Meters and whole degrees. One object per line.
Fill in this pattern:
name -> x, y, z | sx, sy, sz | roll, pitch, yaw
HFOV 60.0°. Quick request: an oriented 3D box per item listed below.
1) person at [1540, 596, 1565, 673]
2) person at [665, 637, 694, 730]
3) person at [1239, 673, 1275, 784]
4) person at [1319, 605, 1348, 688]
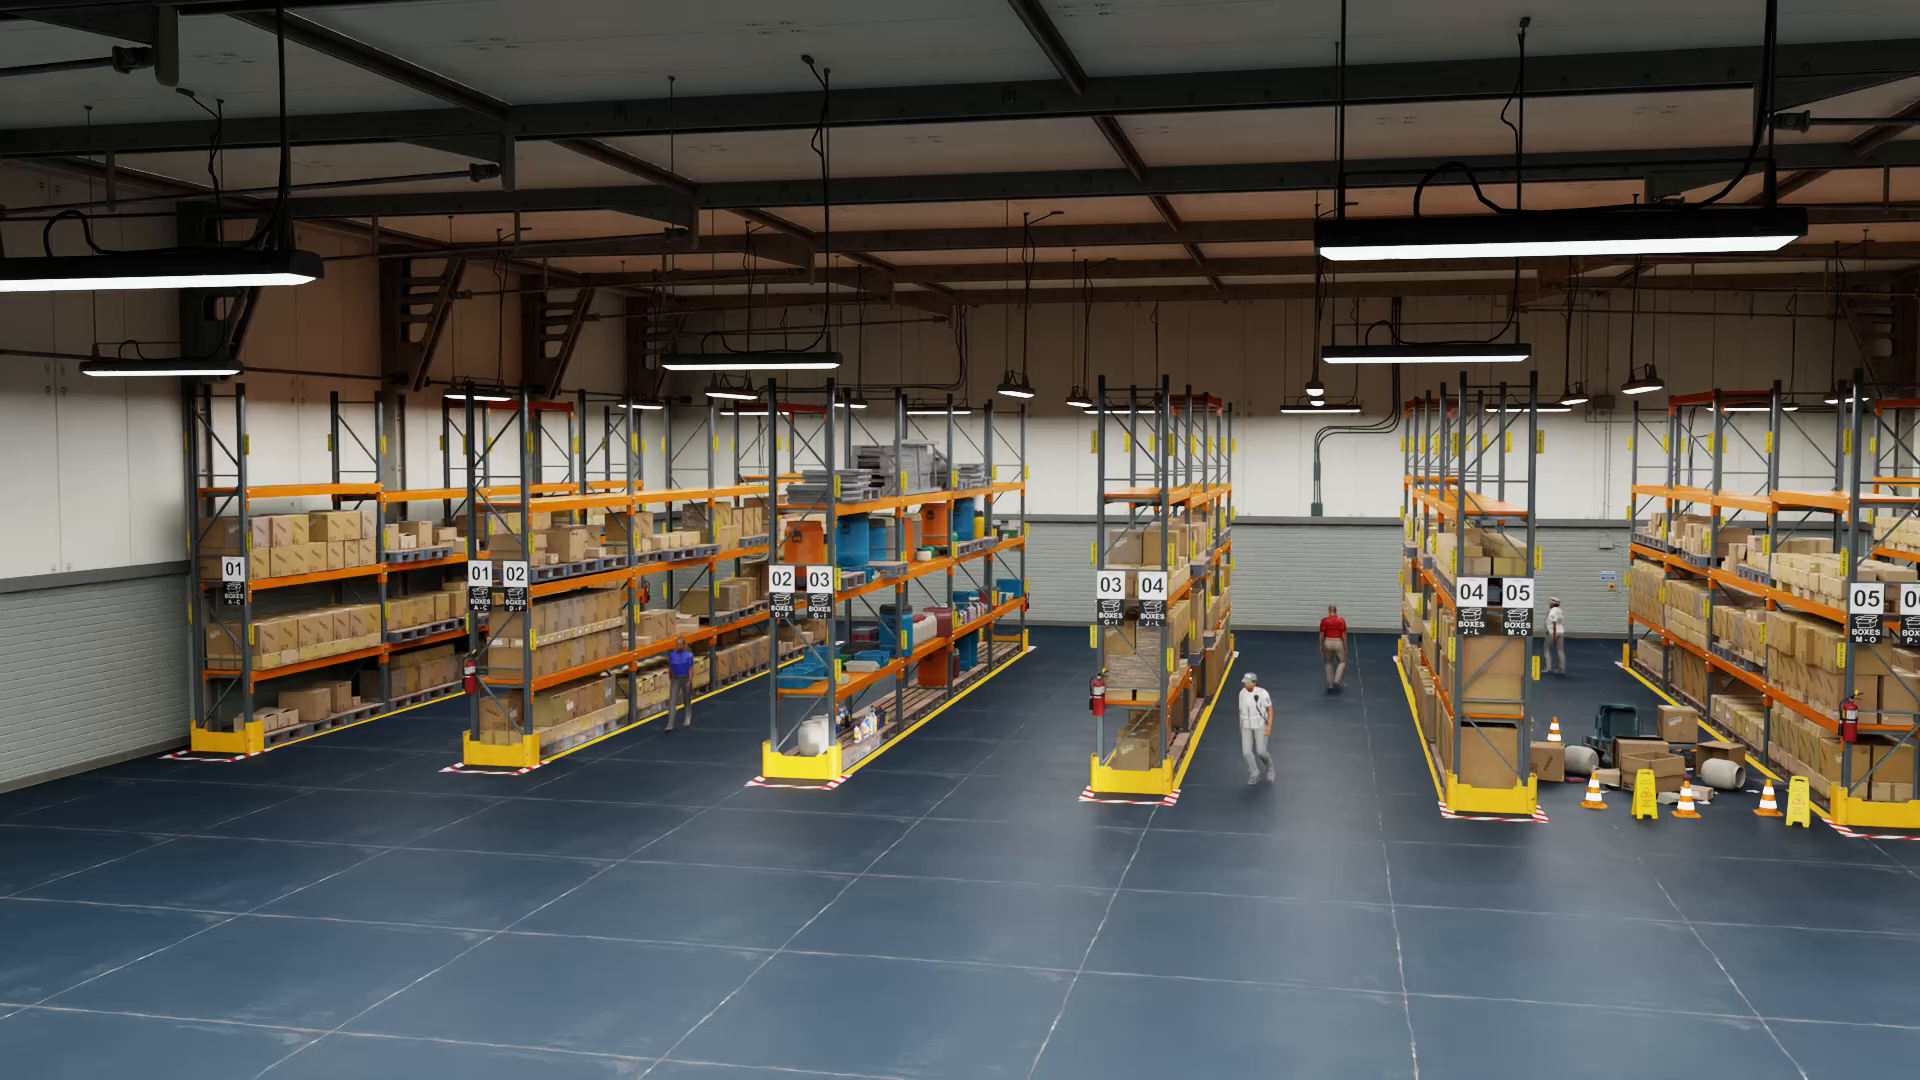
person -> 13.046, 2.106, 36.400 | 0.451, 1.723, 0.585 | -1, 3, -19
person -> -4.912, 2.513, 29.189 | 0.471, 1.590, 0.969 | 0, 3, -4
person -> 4.383, 2.777, 24.678 | 0.553, 1.647, 0.552 | 2, 4, 33
person -> 7.664, 2.196, 34.106 | 0.585, 1.723, 0.563 | 1, 3, 16
